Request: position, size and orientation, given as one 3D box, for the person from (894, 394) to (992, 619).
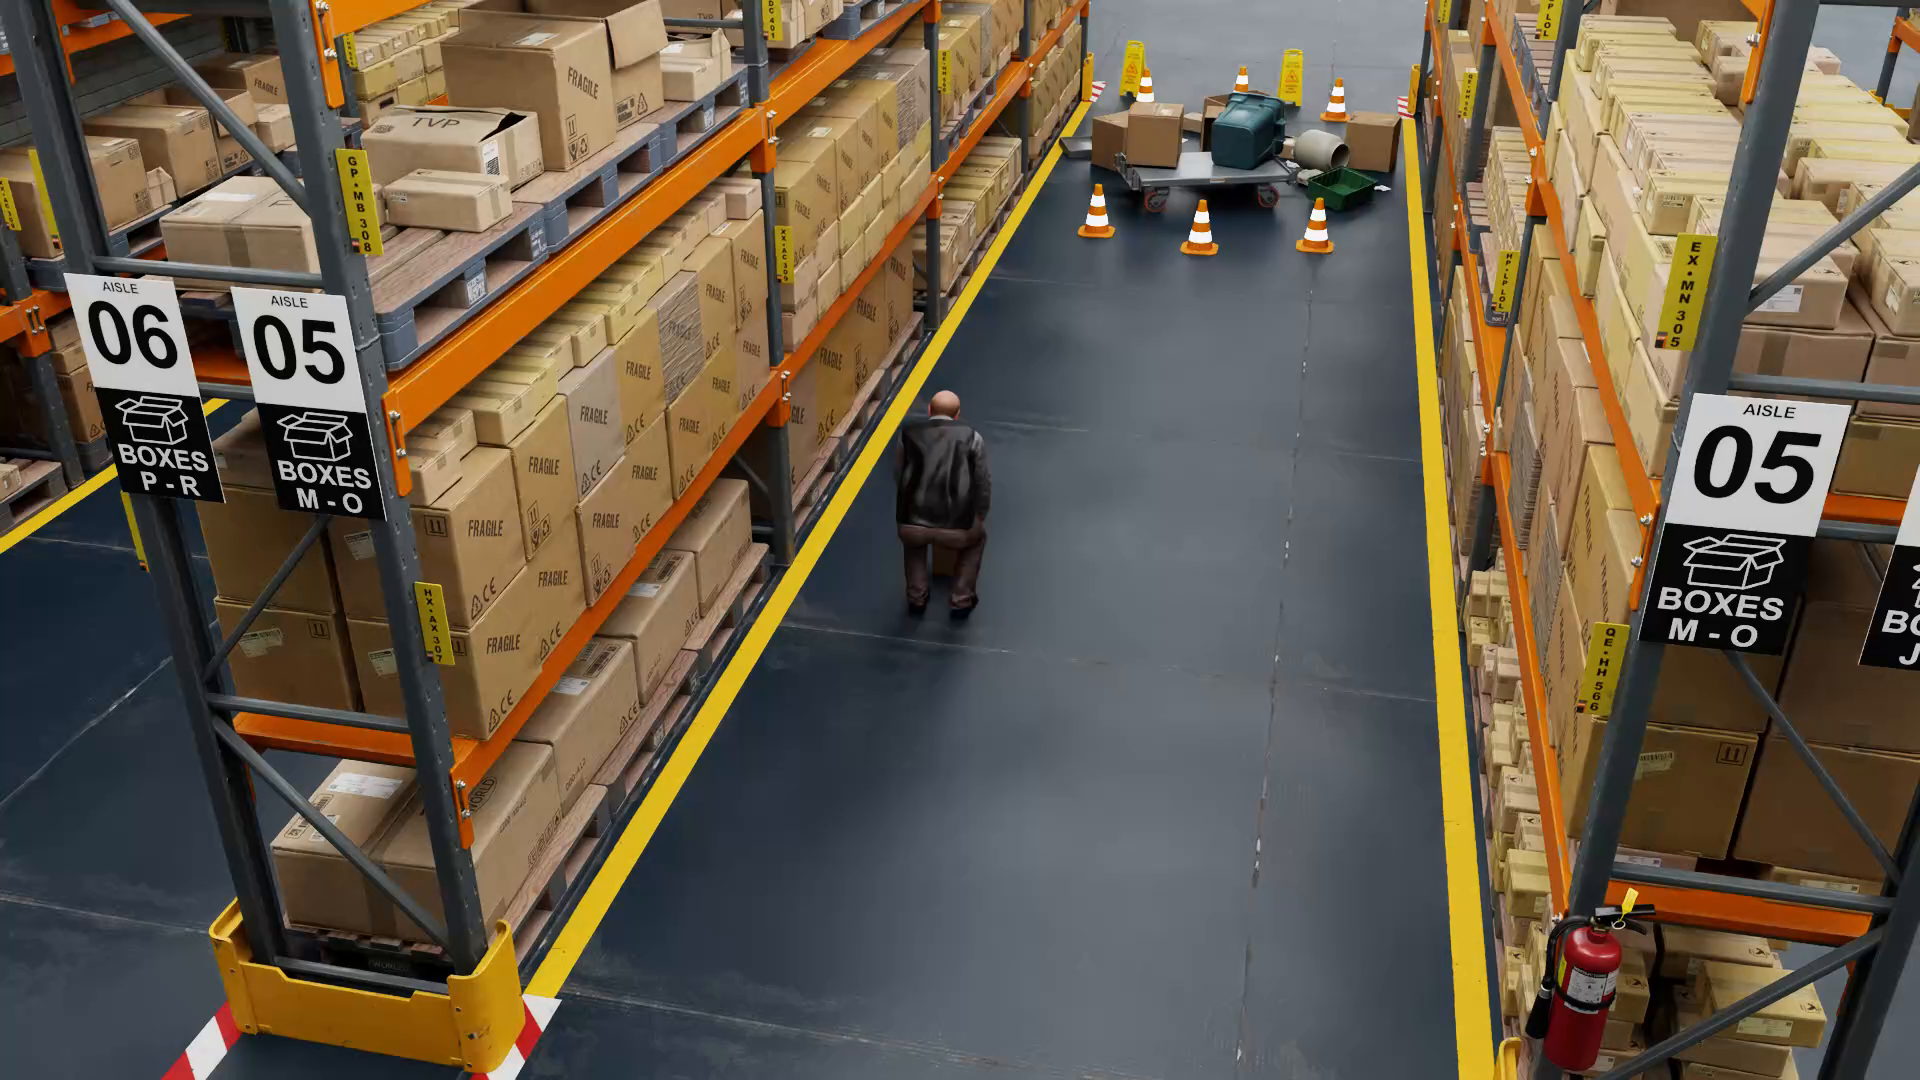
[{"bbox_3d":[-0.134,-0.170,9.542,0.573,1.168,0.815,6,29,11],"label":"person"}]
